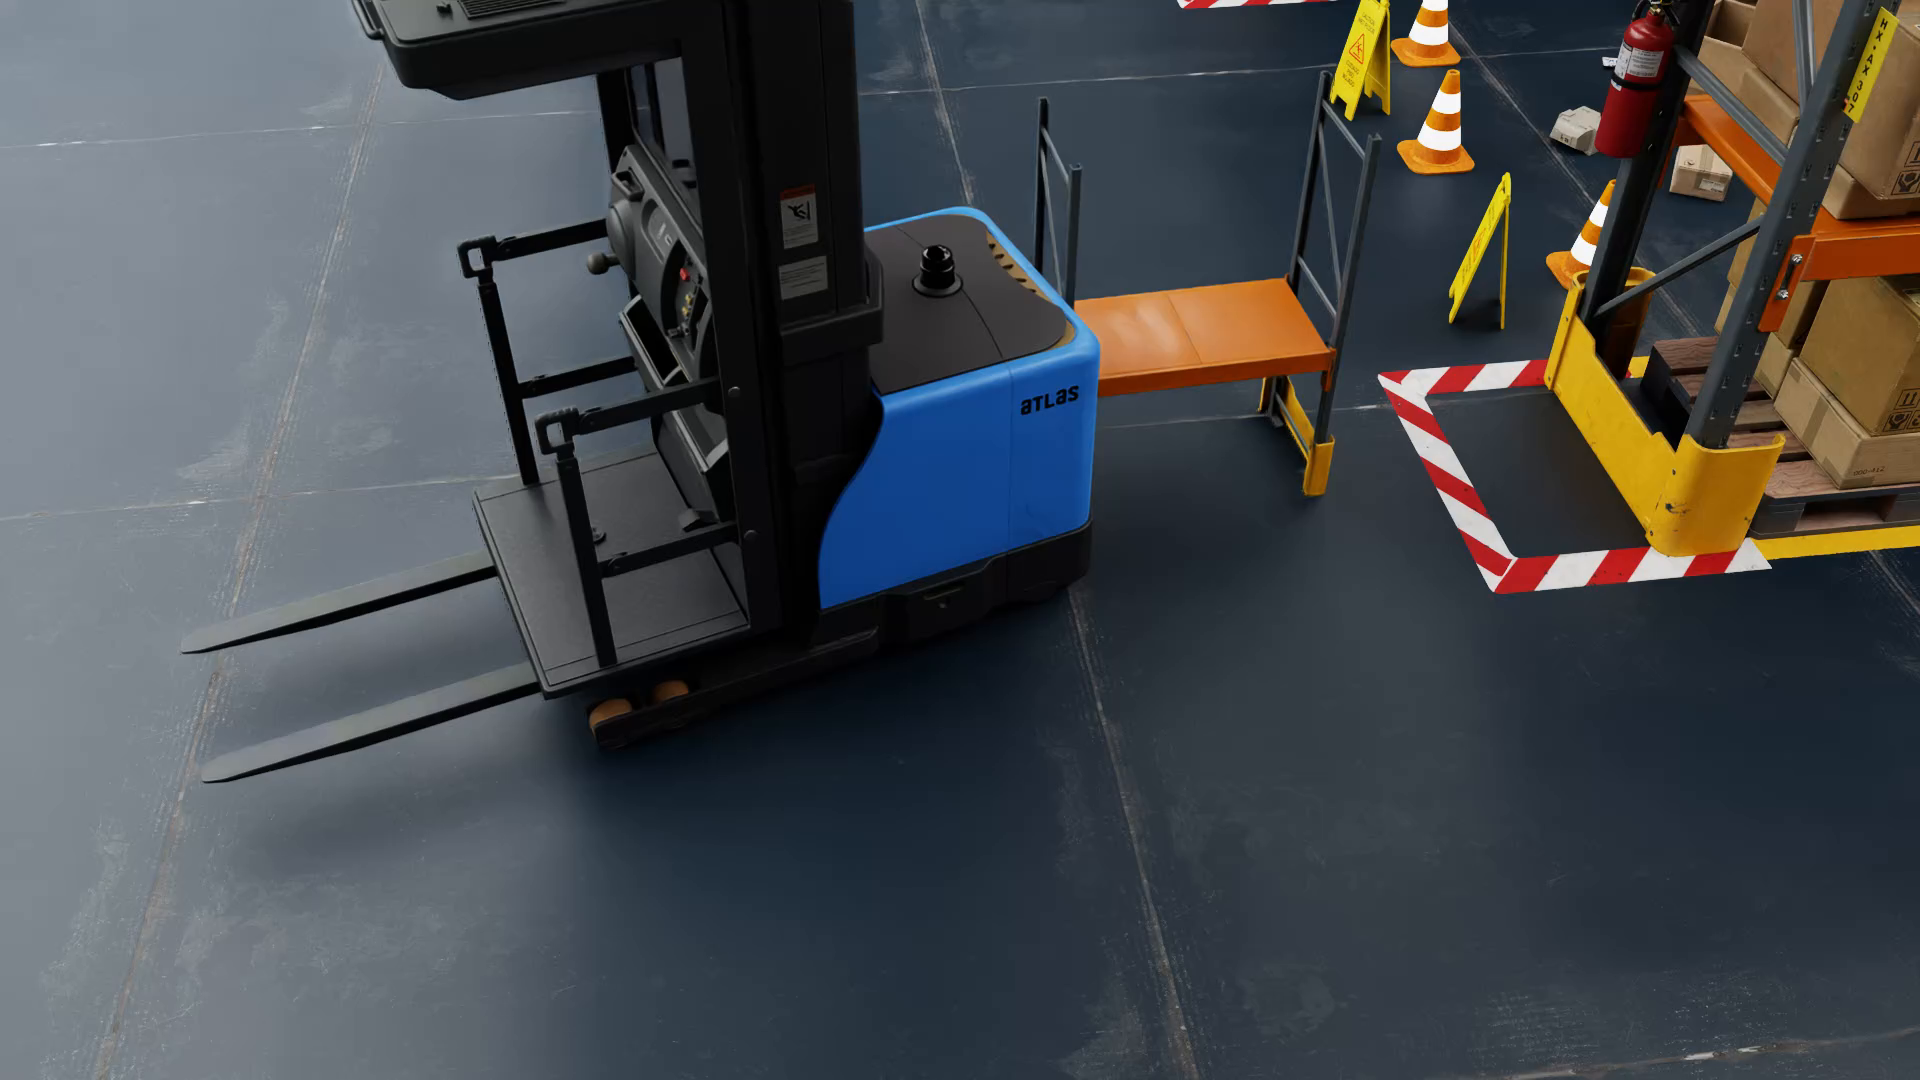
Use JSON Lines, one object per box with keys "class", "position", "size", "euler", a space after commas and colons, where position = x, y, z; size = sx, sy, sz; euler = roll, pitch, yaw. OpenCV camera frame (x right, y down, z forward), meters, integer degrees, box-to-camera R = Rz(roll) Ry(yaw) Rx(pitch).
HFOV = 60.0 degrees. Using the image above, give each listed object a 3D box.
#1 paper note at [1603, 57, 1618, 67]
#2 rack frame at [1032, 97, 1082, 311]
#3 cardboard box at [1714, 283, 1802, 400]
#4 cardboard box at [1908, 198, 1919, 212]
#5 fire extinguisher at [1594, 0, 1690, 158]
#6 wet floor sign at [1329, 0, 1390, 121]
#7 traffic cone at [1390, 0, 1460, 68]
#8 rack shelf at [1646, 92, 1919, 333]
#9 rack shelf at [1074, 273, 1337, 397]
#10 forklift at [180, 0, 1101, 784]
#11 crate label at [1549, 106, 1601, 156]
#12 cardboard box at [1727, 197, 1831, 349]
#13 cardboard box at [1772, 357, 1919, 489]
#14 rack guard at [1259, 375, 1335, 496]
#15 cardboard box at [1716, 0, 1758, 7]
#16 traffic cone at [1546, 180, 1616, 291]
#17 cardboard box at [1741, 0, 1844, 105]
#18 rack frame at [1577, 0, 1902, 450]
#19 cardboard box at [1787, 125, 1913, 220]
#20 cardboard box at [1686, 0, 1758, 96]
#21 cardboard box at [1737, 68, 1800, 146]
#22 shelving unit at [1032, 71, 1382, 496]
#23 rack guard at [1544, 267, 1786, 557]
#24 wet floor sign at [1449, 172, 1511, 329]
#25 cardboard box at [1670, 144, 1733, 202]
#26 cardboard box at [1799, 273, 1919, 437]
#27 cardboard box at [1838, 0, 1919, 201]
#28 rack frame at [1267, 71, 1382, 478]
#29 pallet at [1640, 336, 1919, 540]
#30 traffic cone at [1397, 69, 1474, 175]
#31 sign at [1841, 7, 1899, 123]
{"class": "paper note", "position": [3.611, -2.623, 9.136], "size": [0.142, 0.017, 0.144], "euler": [8, 43, 9]}
{"class": "rack frame", "position": [0.329, -0.794, 6.010], "size": [0.032, 1.500, 0.500], "euler": [-7, 43, -8]}
{"class": "cardboard box", "position": [3.409, -0.828, 6.668], "size": [0.500, 0.250, 0.500], "euler": [-5, 42, -6]}
{"class": "cardboard box", "position": [3.231, -1.272, 5.609], "size": [0.250, 0.149, 0.380], "euler": [-4, 42, -5]}
{"class": "fire extinguisher", "position": [2.446, -1.710, 5.963], "size": [0.183, 0.674, 0.296], "euler": [-5, 42, -6]}
{"class": "wet floor sign", "position": [2.105, -2.529, 8.572], "size": [0.232, 0.644, 0.267], "euler": [-12, 43, -13]}
{"class": "traffic cone", "position": [2.588, -2.882, 9.099], "size": [0.334, 0.463, 0.336], "euler": [-5, 42, -6]}
{"class": "rack shelf", "position": [4.602, -1.349, 6.043], "size": [4.000, 0.370, 1.077], "euler": [-5, 42, -6]}
{"class": "rack shelf", "position": [0.828, -0.725, 6.203], "size": [1.000, 0.185, 0.538], "euler": [-7, 43, -8]}
{"class": "forklift", "position": [-1.088, -0.808, 4.957], "size": [3.031, 2.935, 1.130], "euler": [-17, 45, -18]}
{"class": "crate label", "position": [3.169, -2.090, 8.465], "size": [0.298, 0.136, 0.250], "euler": [-27, 49, -27]}
{"class": "cardboard box", "position": [3.380, -1.098, 6.408], "size": [0.500, 0.500, 0.500], "euler": [-5, 42, -5]}
{"class": "cardboard box", "position": [3.455, -0.463, 6.264], "size": [0.500, 0.250, 0.500], "euler": [-5, 42, -6]}
{"class": "rack guard", "position": [1.325, -0.459, 6.573], "size": [0.087, 0.250, 0.587], "euler": [-7, 43, -8]}
{"class": "cardboard box", "position": [4.437, -3.325, 9.561], "size": [0.500, 0.500, 0.500], "euler": [2, 42, 2]}
{"class": "traffic cone", "position": [2.878, -1.394, 7.450], "size": [0.334, 0.463, 0.336], "euler": [-5, 42, -6]}
{"class": "cardboard box", "position": [3.121, -1.820, 5.731], "size": [0.500, 0.500, 0.500], "euler": [-6, 42, -6]}
{"class": "rack frame", "position": [2.619, -1.442, 5.609], "size": [0.127, 3.000, 1.000], "euler": [-5, 42, -6]}
{"class": "cardboard box", "position": [2.983, -1.241, 5.574], "size": [0.250, 0.149, 0.380], "euler": [-5, 42, -5]}
{"class": "cardboard box", "position": [4.032, -2.349, 8.479], "size": [0.797, 0.503, 0.637], "euler": [32, 51, 30]}
{"class": "cardboard box", "position": [2.962, -1.523, 5.887], "size": [0.250, 0.149, 0.380], "euler": [-4, 42, -4]}
{"class": "shelving unit", "position": [0.837, -0.860, 6.084], "size": [1.083, 1.500, 0.587], "euler": [-7, 43, -8]}
{"class": "rack guard", "position": [2.694, -0.521, 6.454], "size": [0.348, 0.500, 1.175], "euler": [-5, 42, -6]}
{"class": "wet floor sign", "position": [2.292, -1.262, 7.167], "size": [0.232, 0.644, 0.267], "euler": [8, 43, 9]}
{"class": "cardboard box", "position": [3.656, -1.839, 8.178], "size": [0.250, 0.149, 0.380], "euler": [16, 44, 17]}
{"class": "cardboard box", "position": [3.478, -0.744, 6.015], "size": [0.500, 0.500, 0.500], "euler": [-6, 42, -7]}
{"class": "cardboard box", "position": [3.125, -1.447, 5.318], "size": [0.500, 0.500, 0.500], "euler": [-6, 42, -6]}
{"class": "rack frame", "position": [1.327, -0.924, 6.154], "size": [0.032, 1.500, 0.500], "euler": [-7, 43, -8]}
{"class": "pallet", "position": [3.504, -0.460, 6.603], "size": [1.213, 0.211, 1.003], "euler": [-5, 42, -6]}
{"class": "traffic cone", "position": [2.397, -2.102, 8.235], "size": [0.334, 0.463, 0.336], "euler": [-5, 42, -6]}
{"class": "sign", "position": [2.689, -1.403, 4.920], "size": [0.005, 0.325, 0.100], "euler": [-5, 42, -6]}
